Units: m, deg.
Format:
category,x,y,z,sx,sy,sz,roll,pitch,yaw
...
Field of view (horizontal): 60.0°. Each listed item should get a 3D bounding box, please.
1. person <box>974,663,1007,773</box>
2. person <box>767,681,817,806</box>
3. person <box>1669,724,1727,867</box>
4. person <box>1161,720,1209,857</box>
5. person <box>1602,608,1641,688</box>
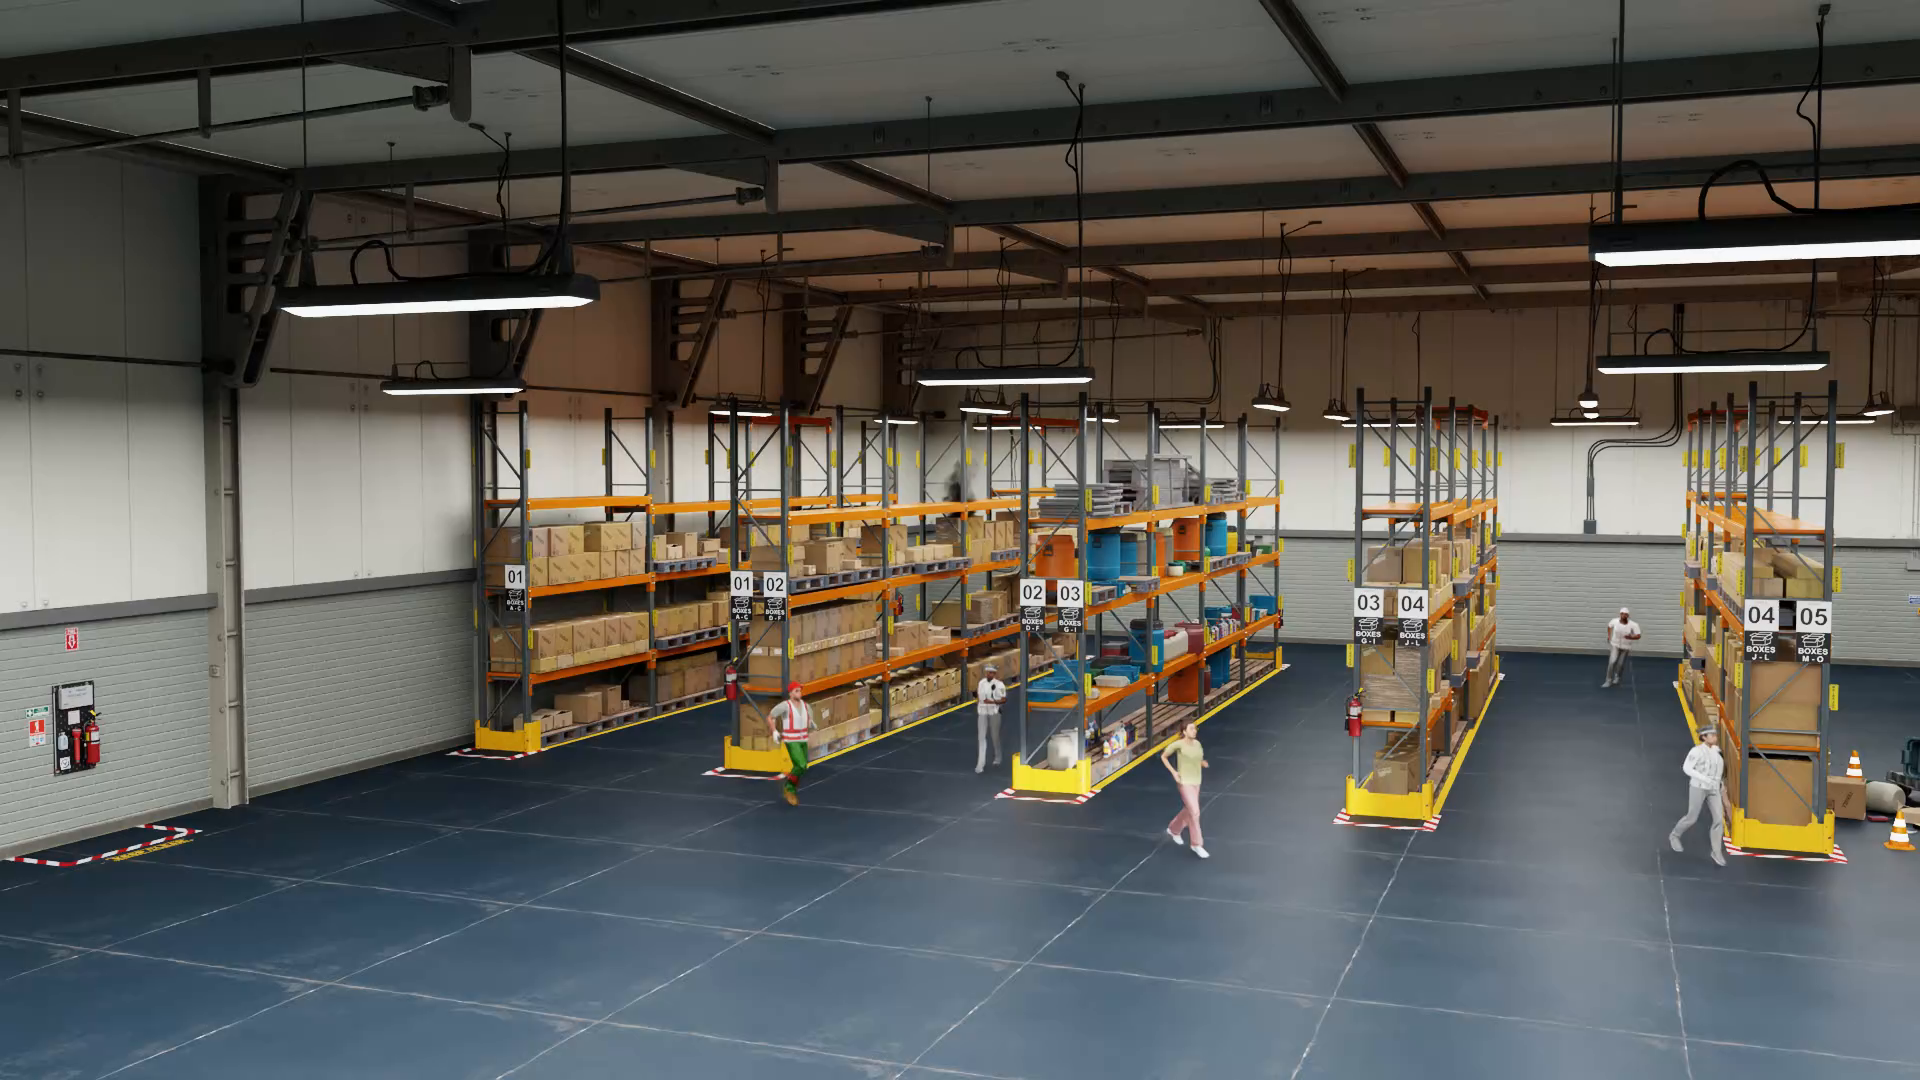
category,x,y,z,sx,sy,sz,roll,pitch,yaw
person,0.491,2.839,26.835,0.570,1.726,0.809,1,3,18
person,-2.362,2.936,24.038,0.708,1.783,0.648,3,4,43
person,9.331,3.142,20.799,0.659,1.700,0.907,-1,3,-16
person,2.911,3.128,21.158,0.572,1.685,0.789,-2,3,-37
person,14.491,2.343,36.369,0.741,1.750,0.849,1,3,28
